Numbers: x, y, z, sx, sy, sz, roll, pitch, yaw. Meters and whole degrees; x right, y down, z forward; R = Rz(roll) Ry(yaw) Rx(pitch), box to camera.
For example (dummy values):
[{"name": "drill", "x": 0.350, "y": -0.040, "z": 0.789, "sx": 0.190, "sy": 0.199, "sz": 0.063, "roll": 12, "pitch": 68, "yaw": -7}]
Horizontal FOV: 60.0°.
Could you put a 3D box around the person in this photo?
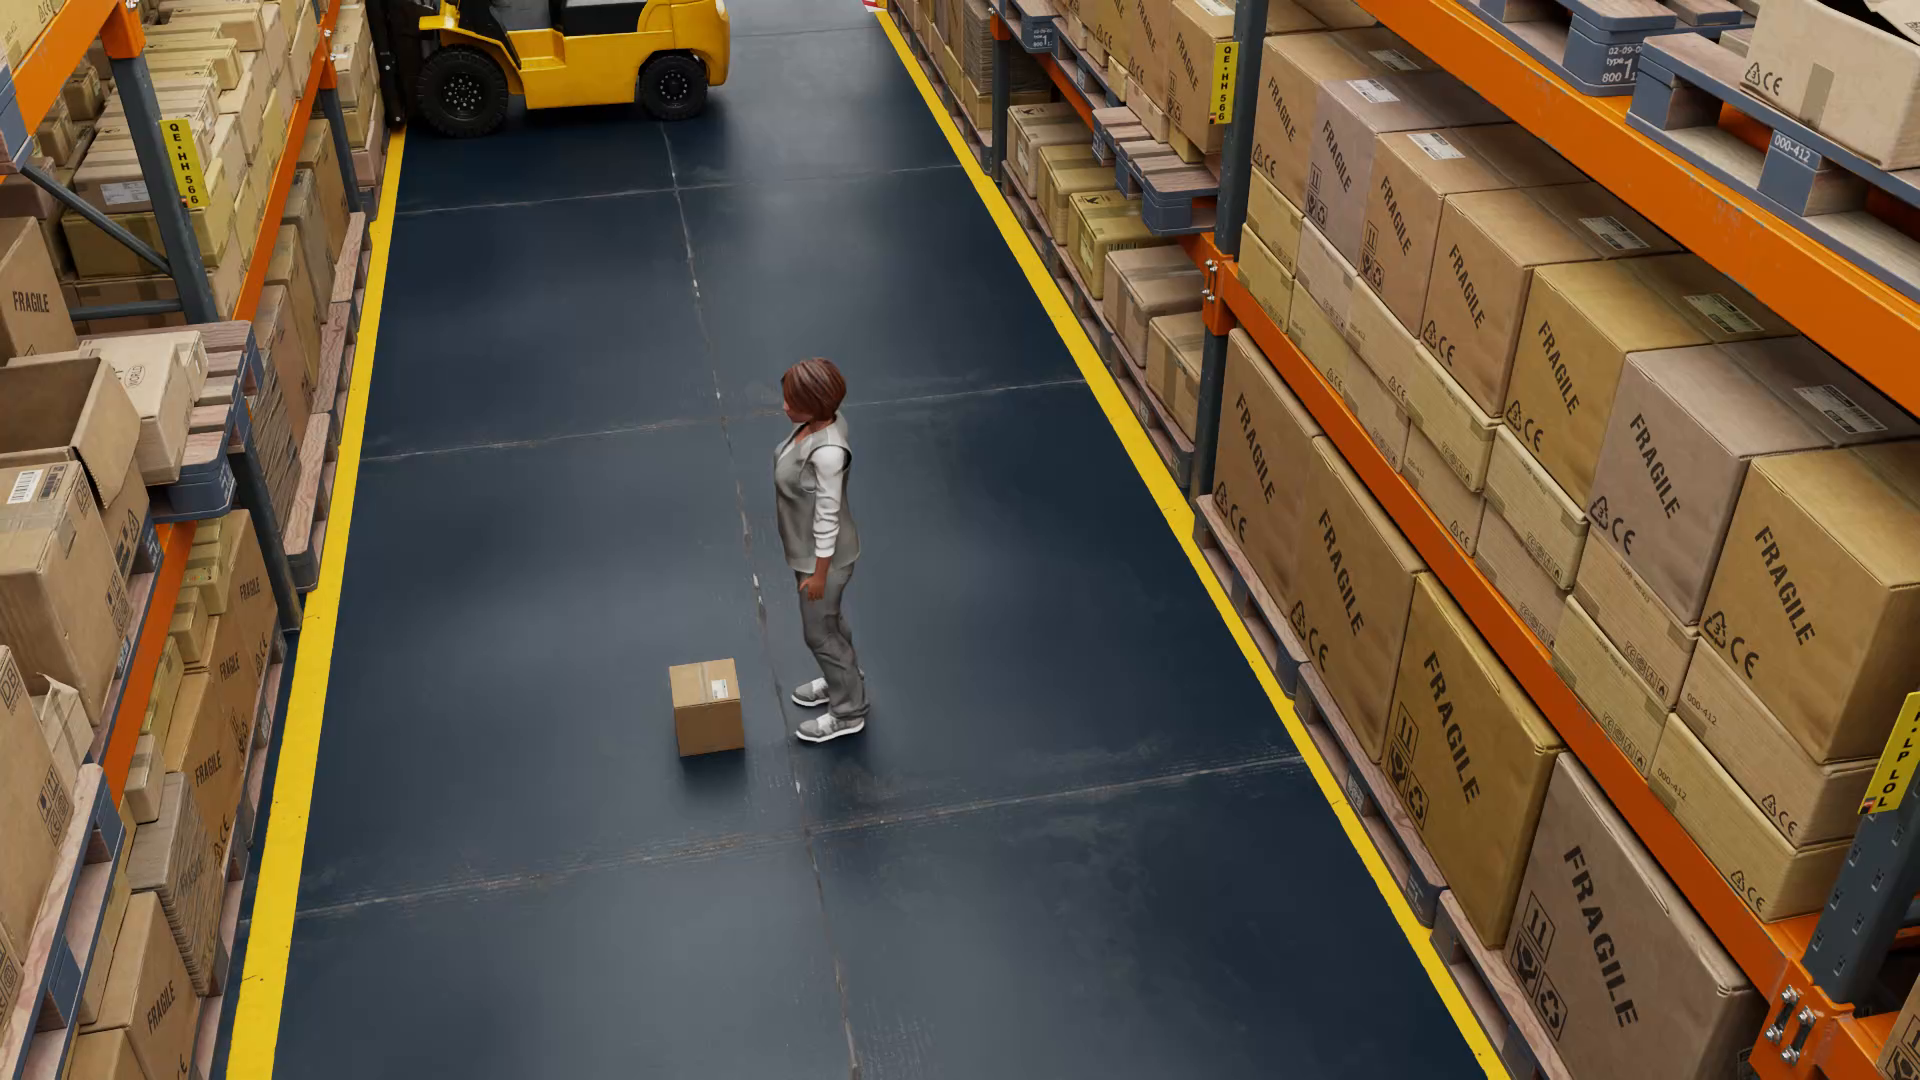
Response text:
[{"name": "person", "x": -0.508, "y": 0.048, "z": 6.088, "sx": 0.309, "sy": 1.595, "sz": 0.406, "roll": -7, "pitch": 35, "yaw": -9}]
